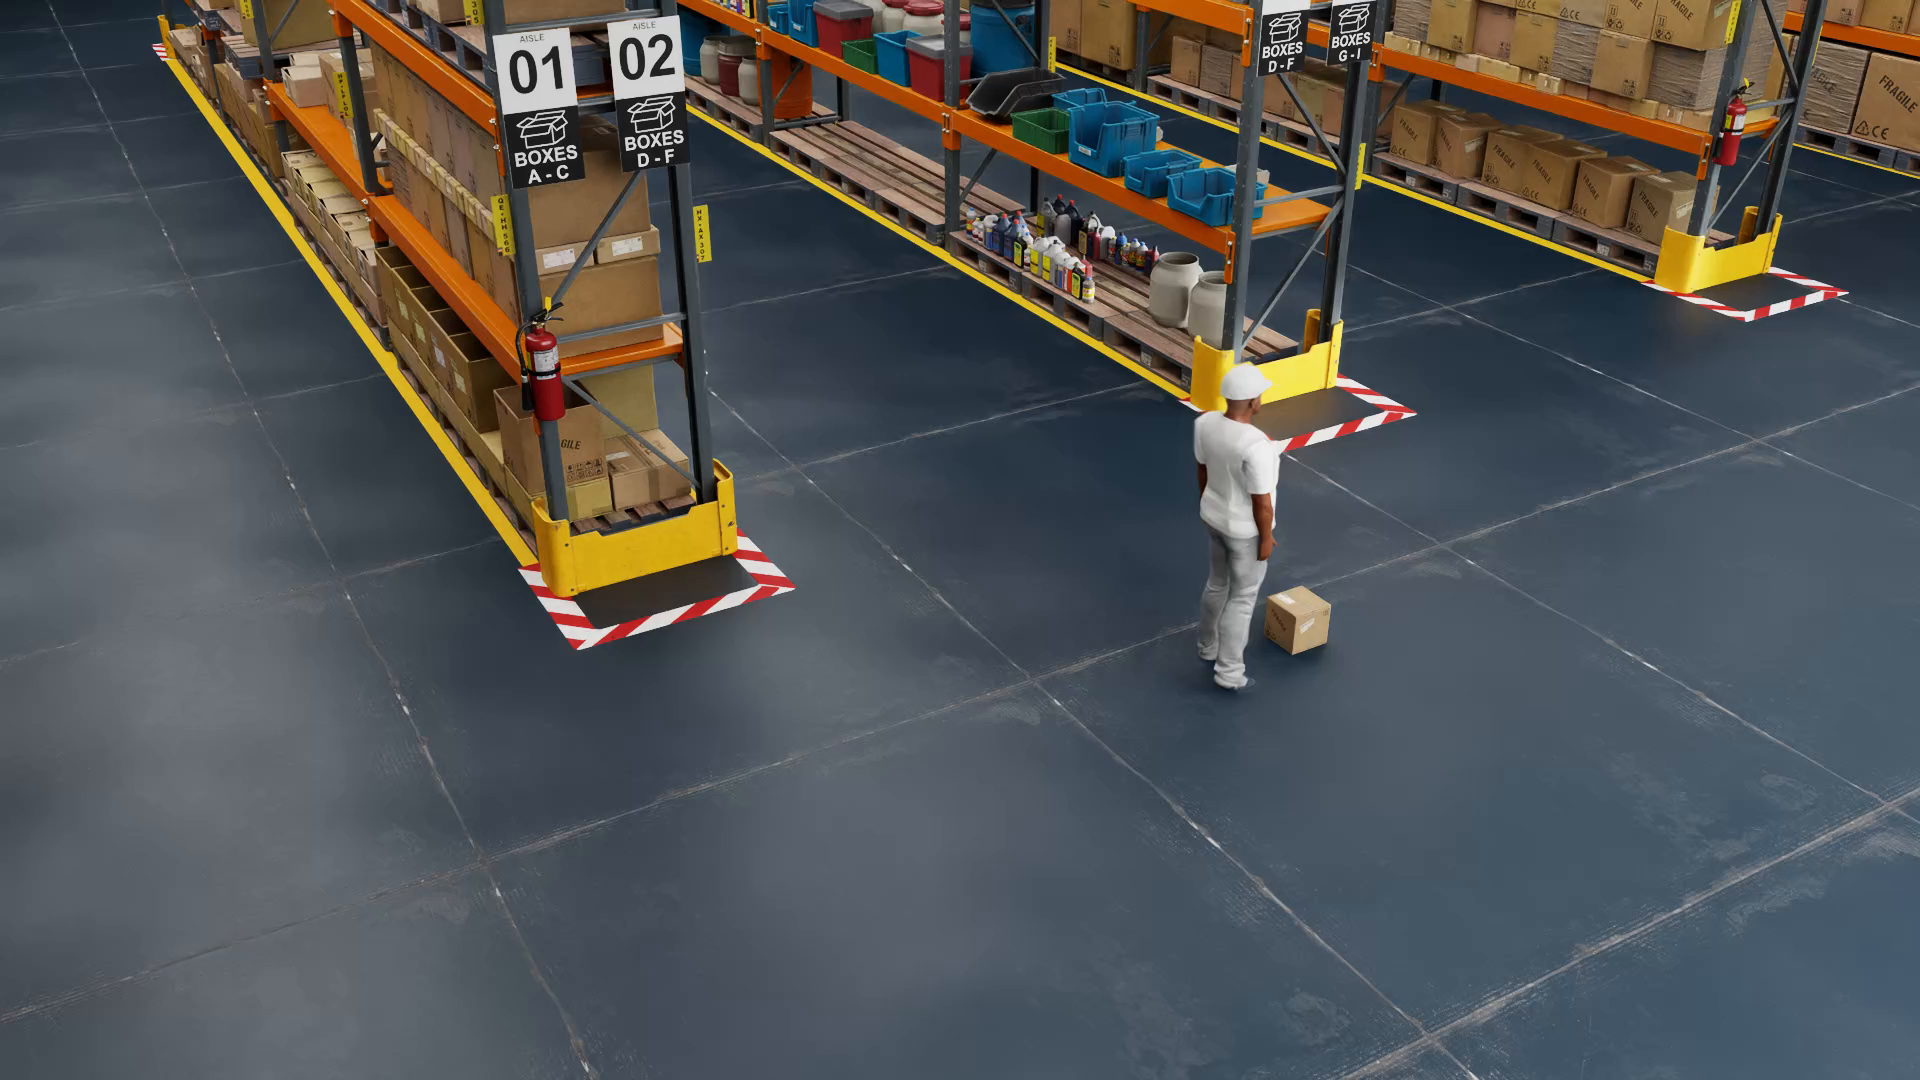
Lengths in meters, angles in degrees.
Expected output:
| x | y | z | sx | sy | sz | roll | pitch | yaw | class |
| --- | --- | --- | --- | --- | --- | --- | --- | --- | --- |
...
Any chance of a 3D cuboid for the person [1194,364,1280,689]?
| x | y | z | sx | sy | sz | roll | pitch | yaw | class |
| --- | --- | --- | --- | --- | --- | --- | --- | --- | --- |
| 1.454 | -0.078 | 8.742 | 0.408 | 1.819 | 0.568 | -15 | 32 | -25 | person |
